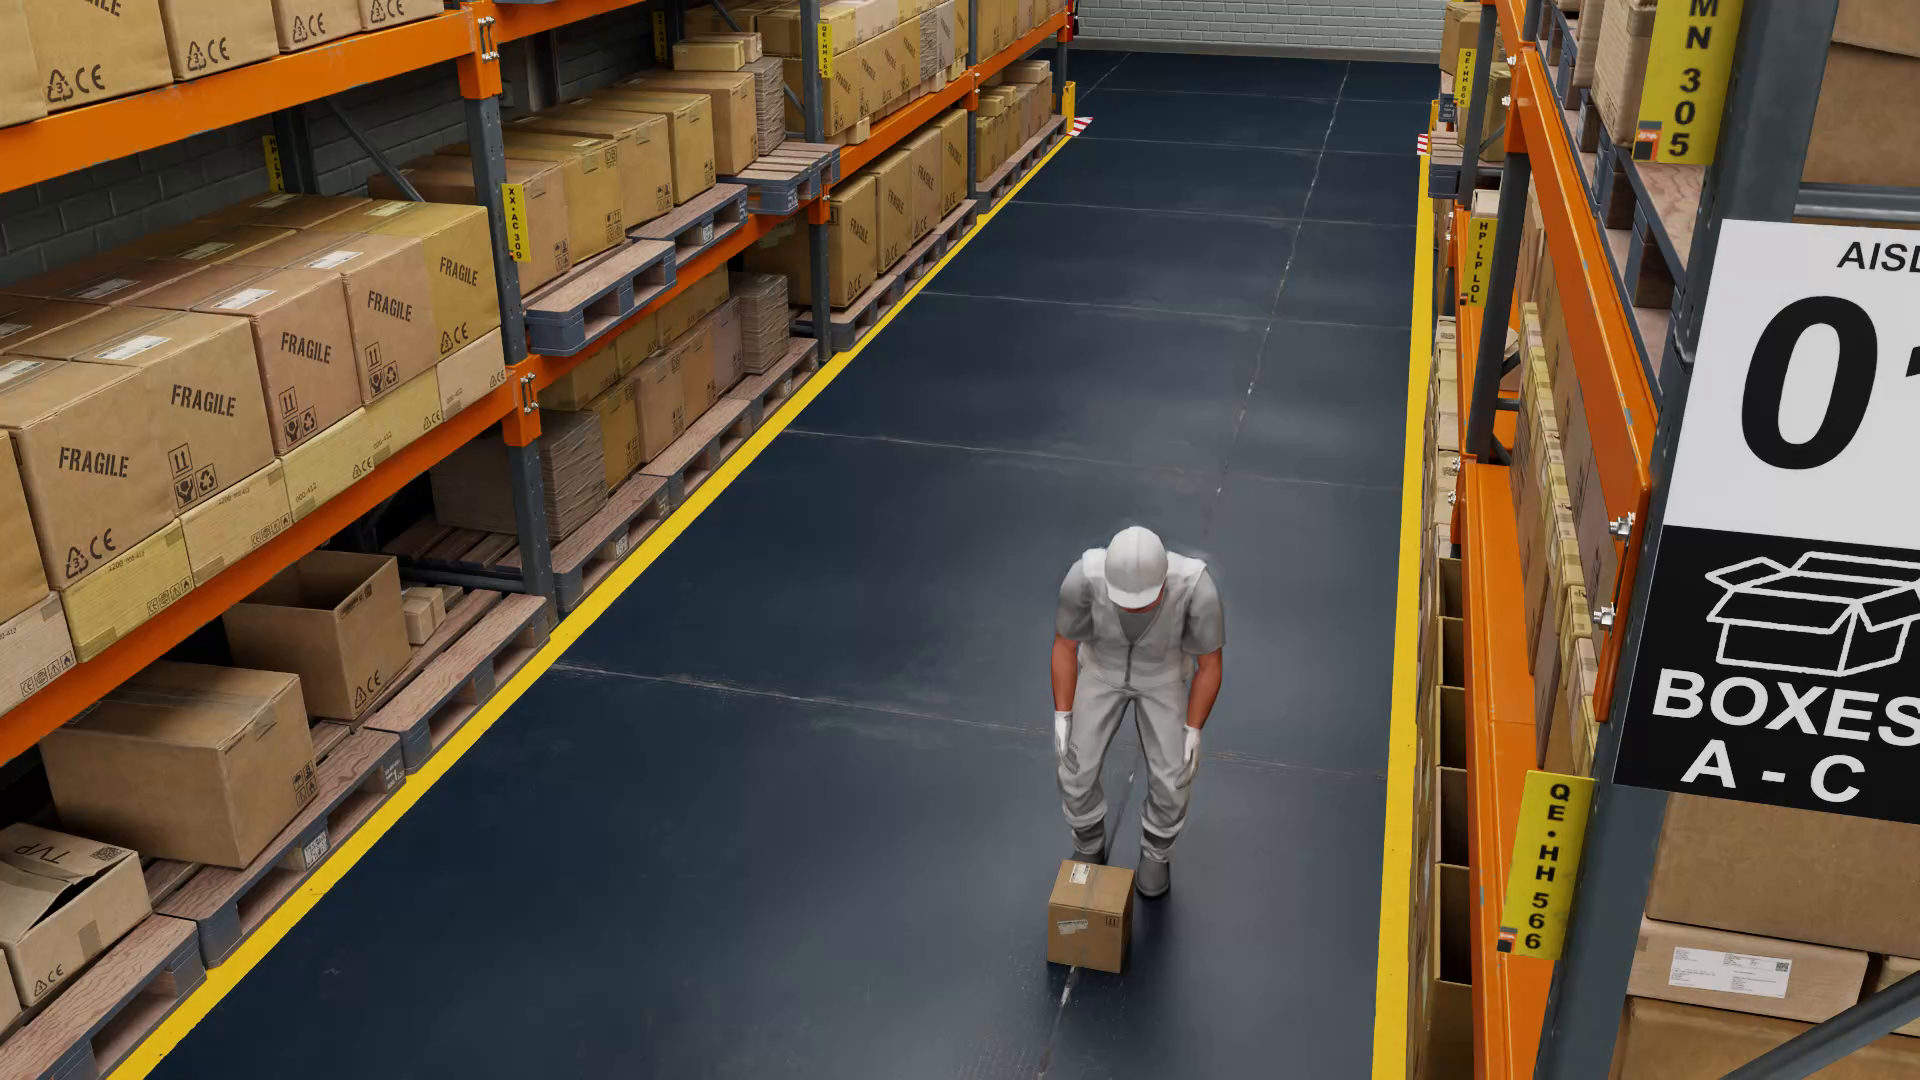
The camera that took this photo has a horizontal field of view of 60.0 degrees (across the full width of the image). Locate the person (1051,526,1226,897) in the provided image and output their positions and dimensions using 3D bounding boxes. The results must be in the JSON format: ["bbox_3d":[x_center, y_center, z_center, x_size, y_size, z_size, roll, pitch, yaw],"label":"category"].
[{"bbox_3d":[0.611,0.556,5.733,0.581,1.500,0.711,6,26,13],"label":"person"}]
